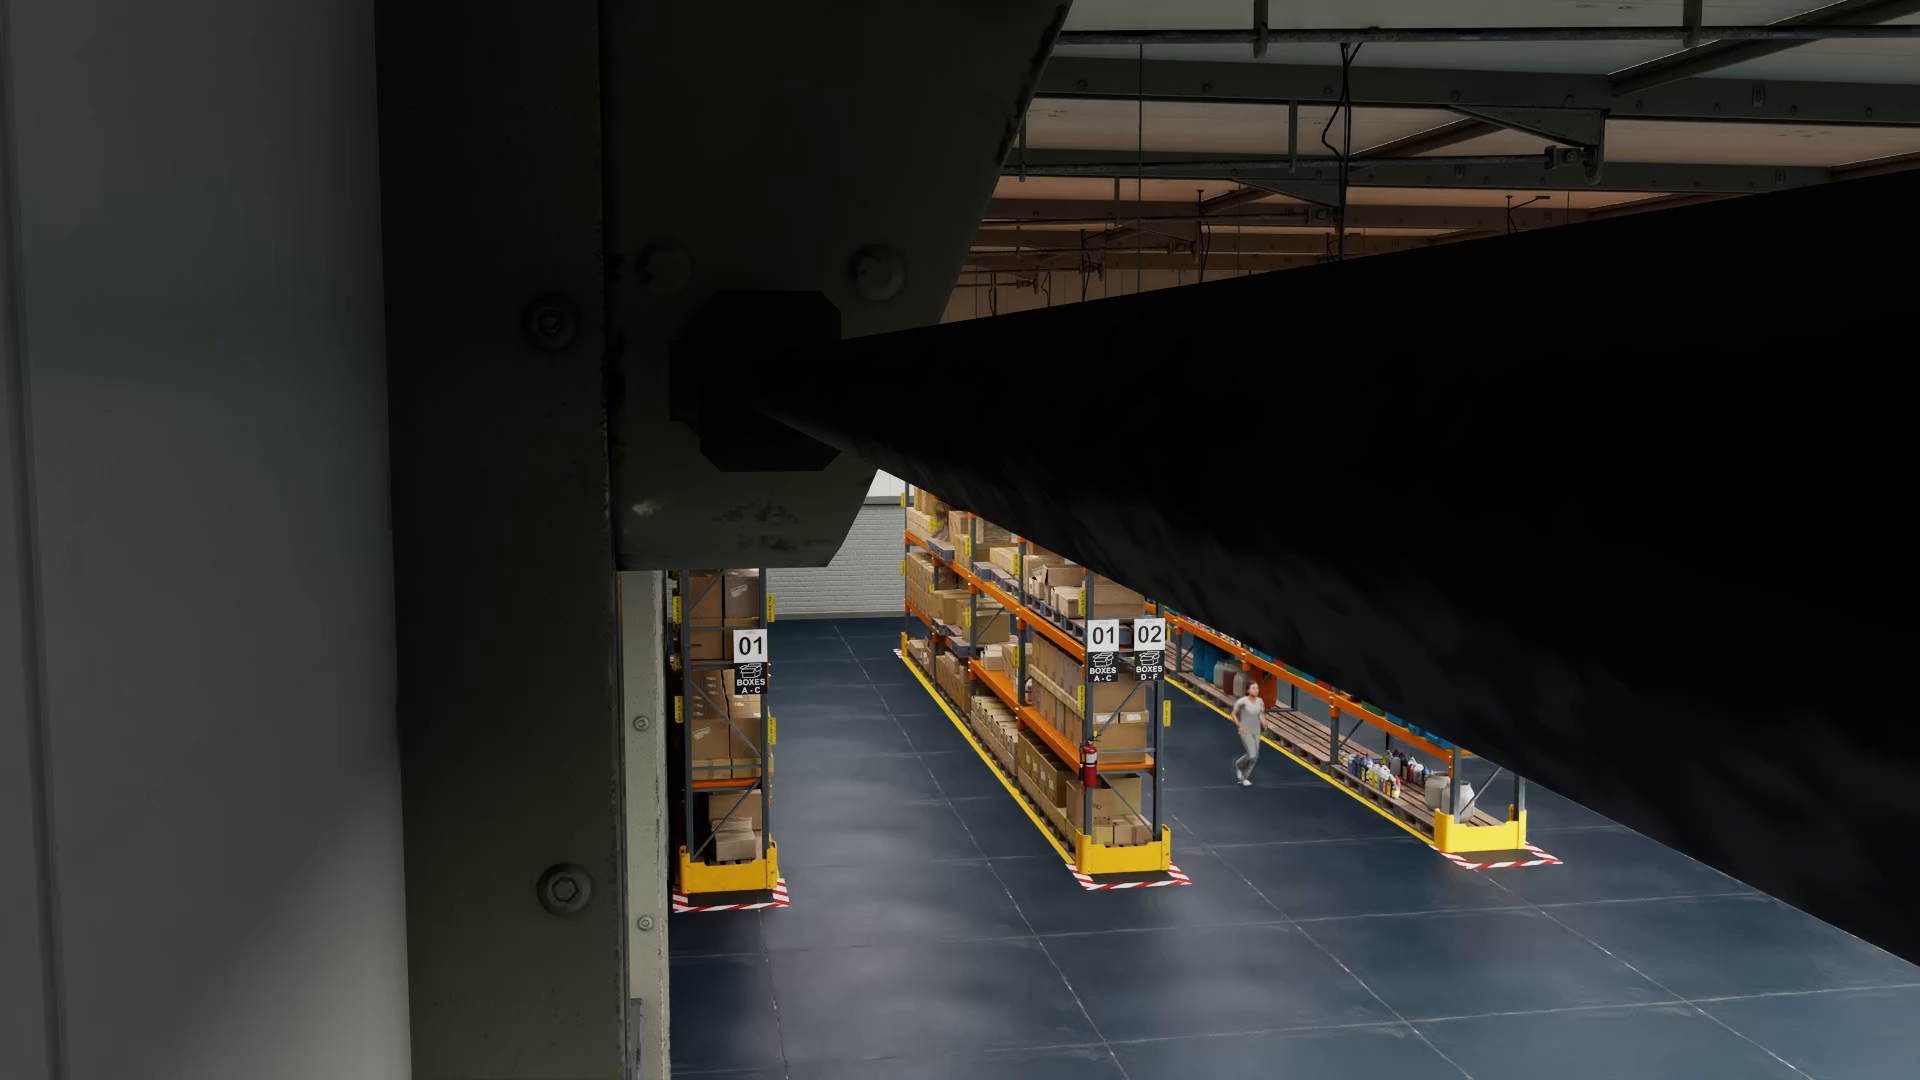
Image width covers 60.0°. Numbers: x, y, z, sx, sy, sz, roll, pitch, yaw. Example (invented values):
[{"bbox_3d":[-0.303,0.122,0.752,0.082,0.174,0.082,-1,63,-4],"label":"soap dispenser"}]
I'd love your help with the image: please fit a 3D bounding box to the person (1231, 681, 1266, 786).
[{"bbox_3d":[4.408,2.928,25.128,0.509,1.611,0.549,-3,7,-25],"label":"person"}]
